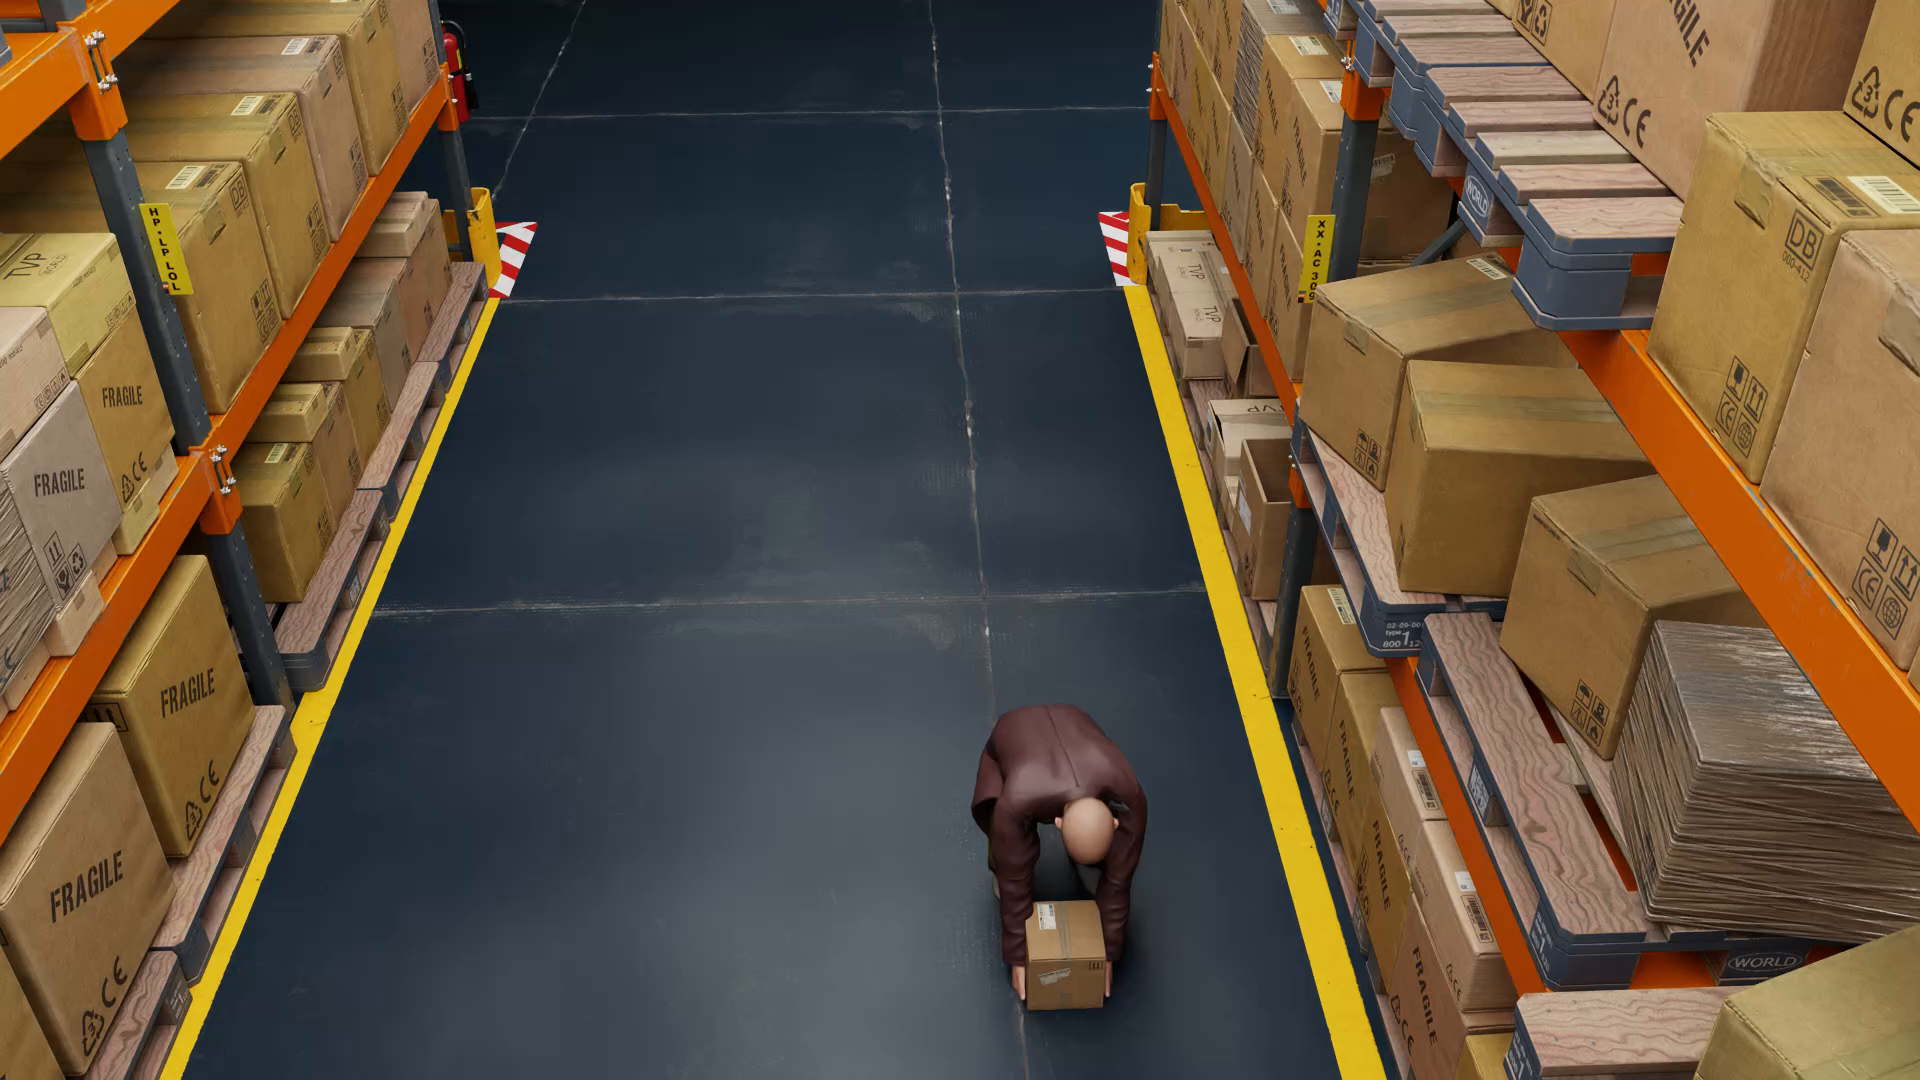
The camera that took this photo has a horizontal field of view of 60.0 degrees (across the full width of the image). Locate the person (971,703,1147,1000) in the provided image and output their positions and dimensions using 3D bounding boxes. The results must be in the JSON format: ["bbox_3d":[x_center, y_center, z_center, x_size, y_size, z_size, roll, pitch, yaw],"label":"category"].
[{"bbox_3d":[0.330,0.984,5.664,0.580,0.874,0.921,-2,35,-3],"label":"person"}]
